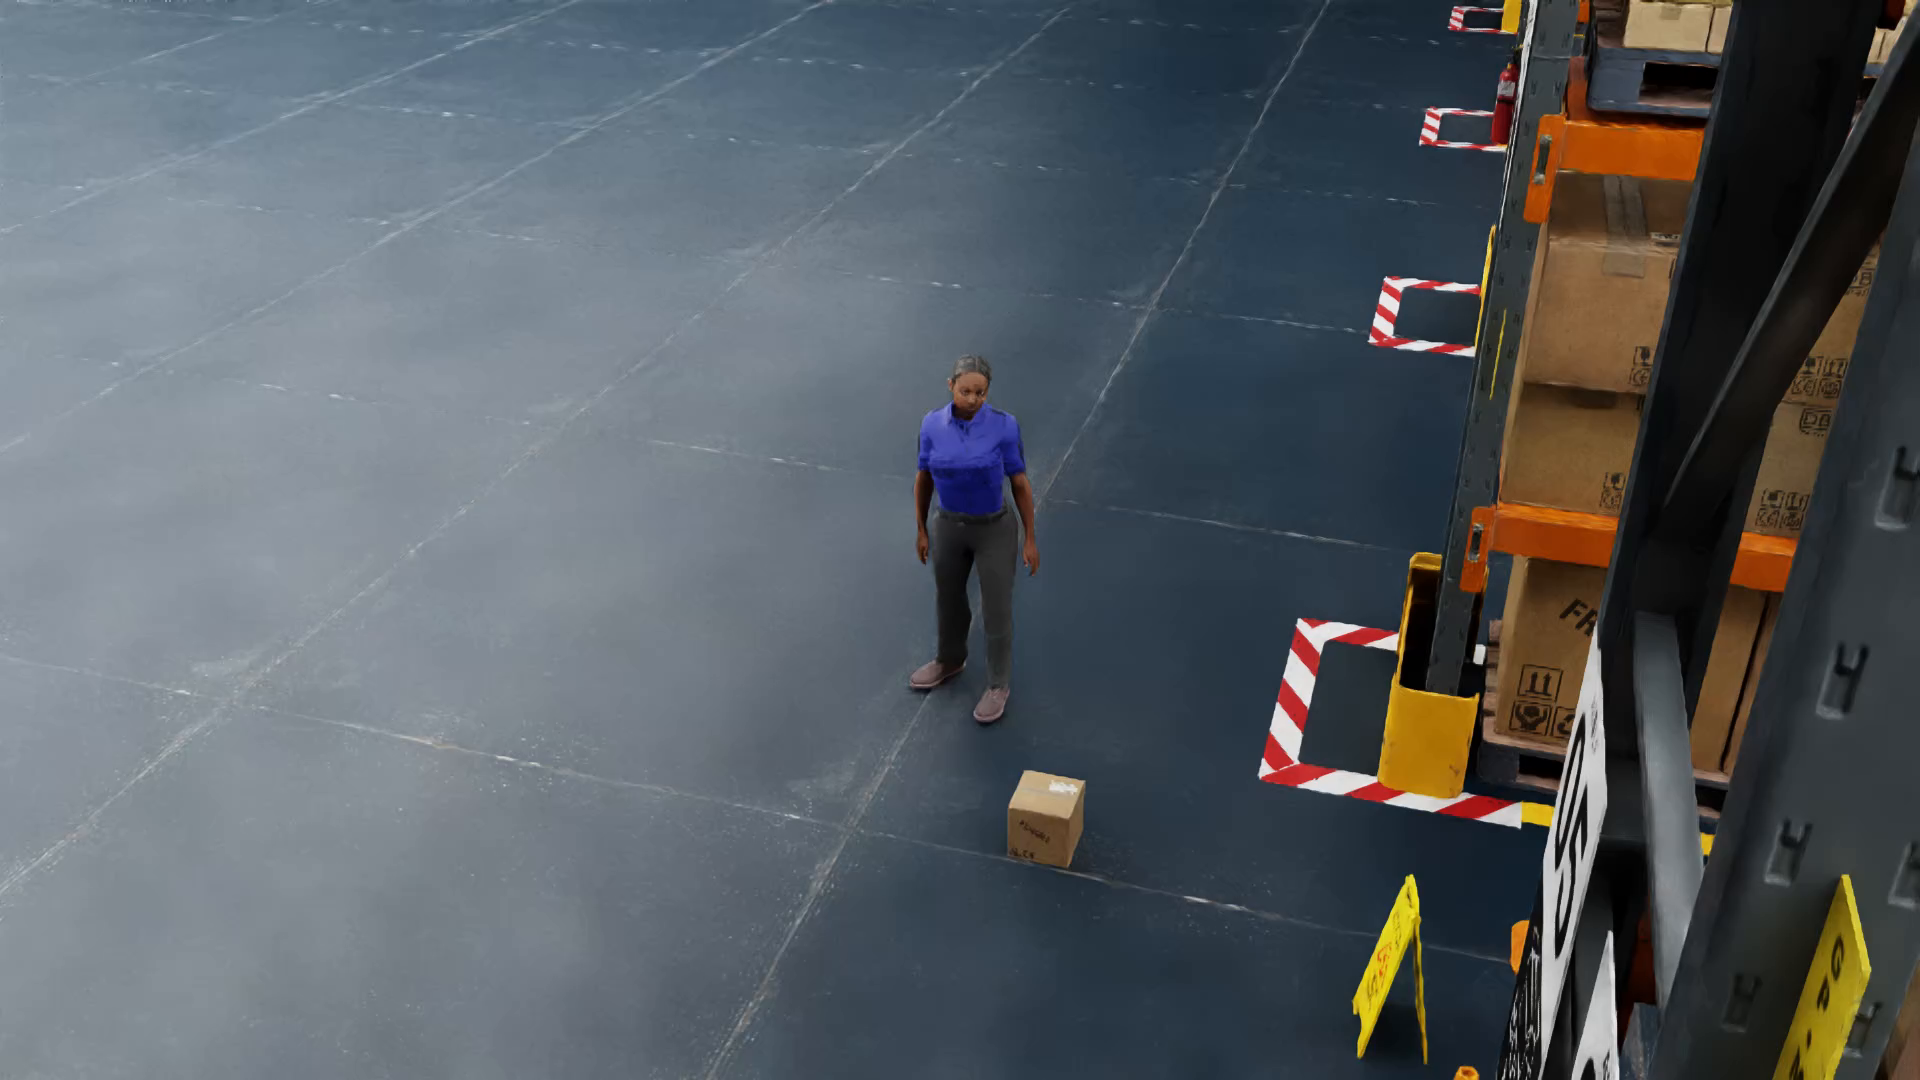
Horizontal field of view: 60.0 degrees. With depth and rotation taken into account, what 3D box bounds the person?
[{"bbox_3d":[0.056,-0.022,7.137,0.605,1.662,0.430,7,30,13],"label":"person"}]
